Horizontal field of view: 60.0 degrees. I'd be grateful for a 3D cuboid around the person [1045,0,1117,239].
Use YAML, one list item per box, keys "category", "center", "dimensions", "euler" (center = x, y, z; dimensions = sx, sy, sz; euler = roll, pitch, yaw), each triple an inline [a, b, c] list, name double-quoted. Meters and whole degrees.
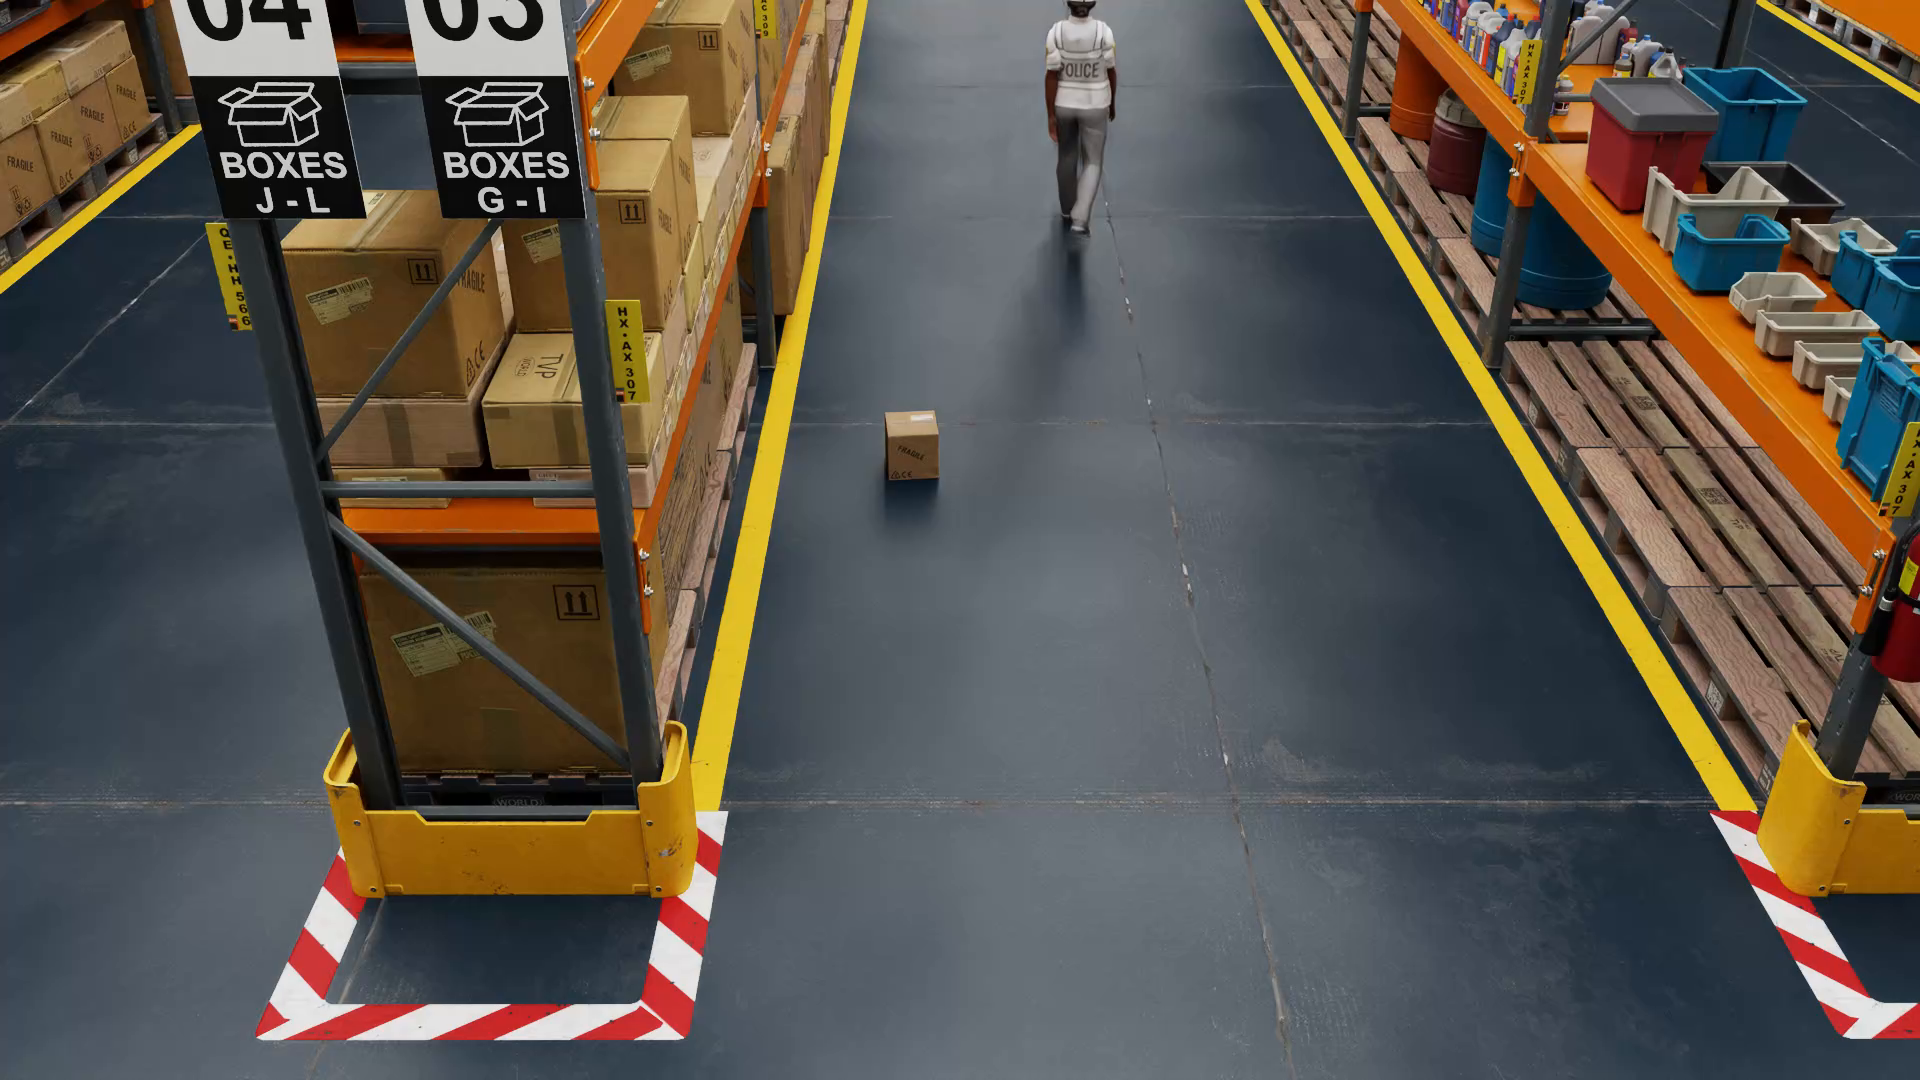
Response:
- category: "person"
  center: [0.759, -2.757, 10.554]
  dimensions: [0.438, 1.651, 0.928]
  euler: [8, 33, 12]
